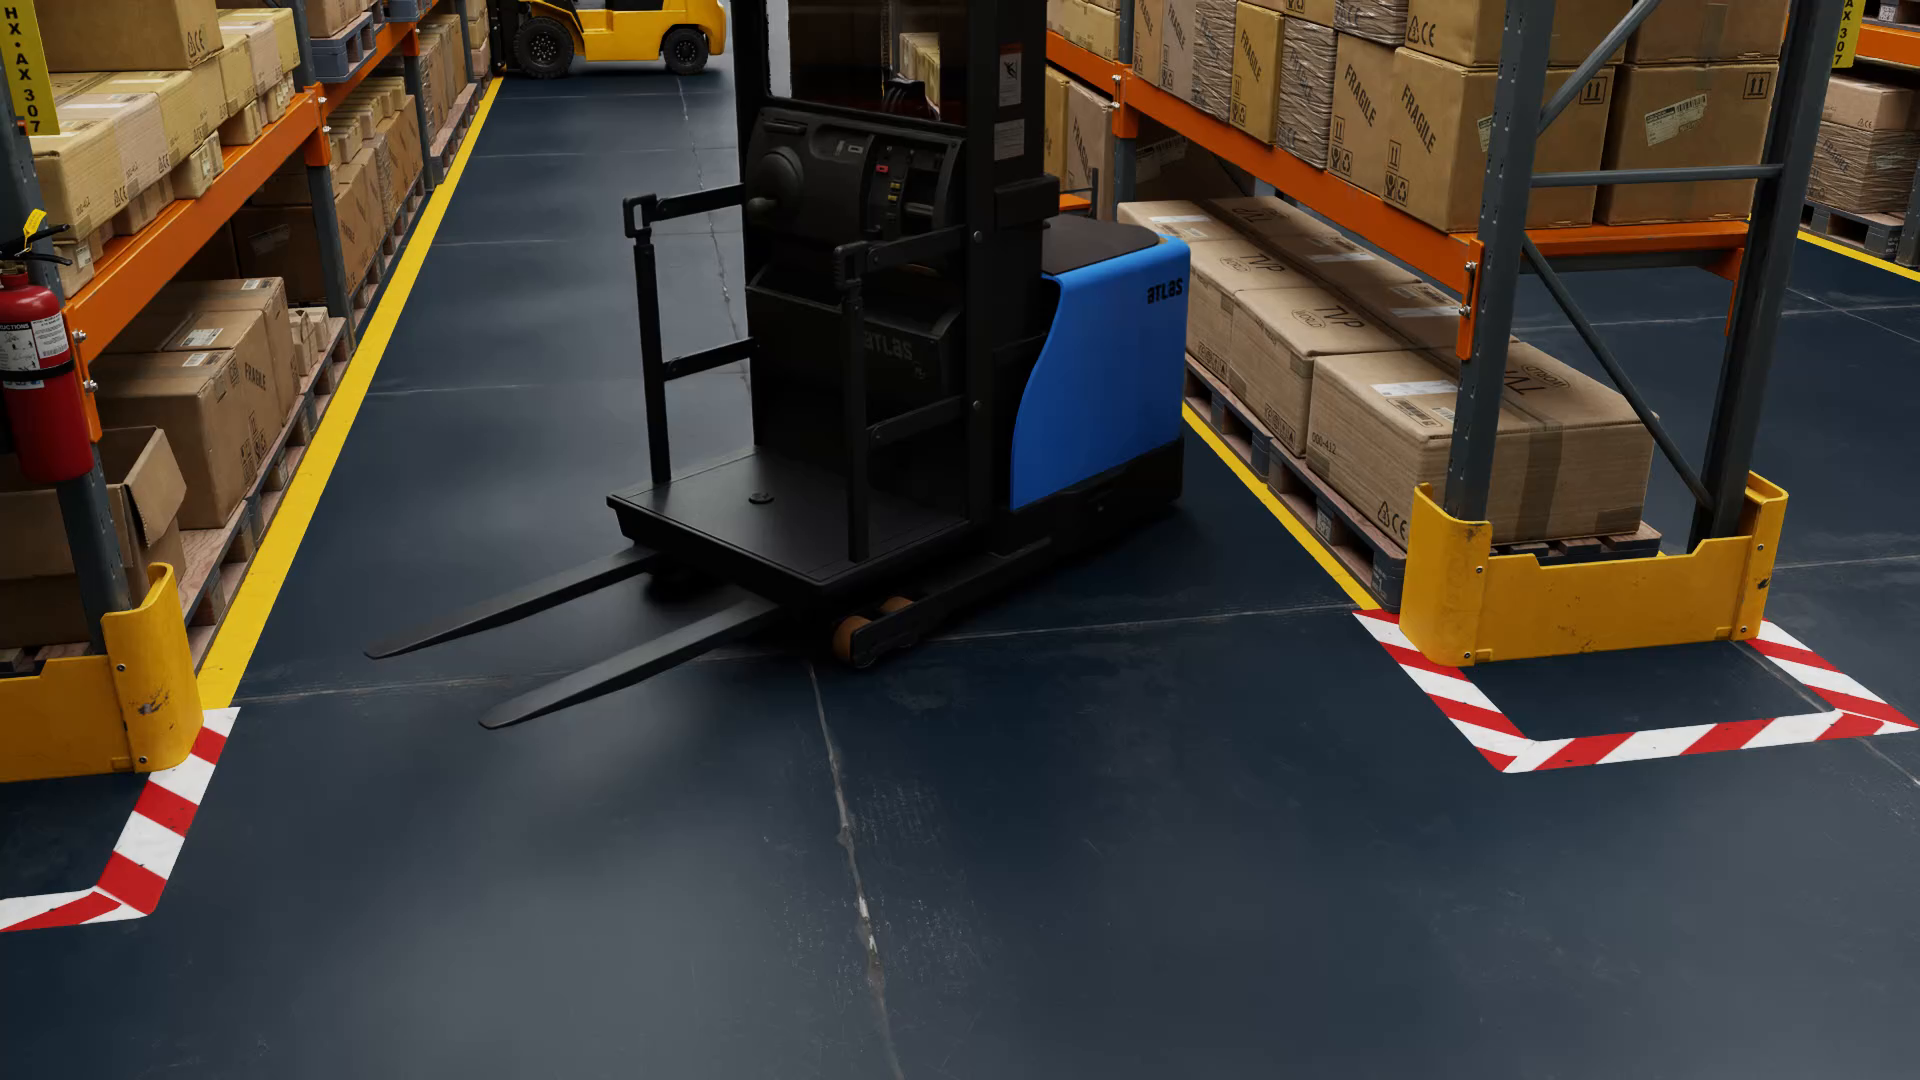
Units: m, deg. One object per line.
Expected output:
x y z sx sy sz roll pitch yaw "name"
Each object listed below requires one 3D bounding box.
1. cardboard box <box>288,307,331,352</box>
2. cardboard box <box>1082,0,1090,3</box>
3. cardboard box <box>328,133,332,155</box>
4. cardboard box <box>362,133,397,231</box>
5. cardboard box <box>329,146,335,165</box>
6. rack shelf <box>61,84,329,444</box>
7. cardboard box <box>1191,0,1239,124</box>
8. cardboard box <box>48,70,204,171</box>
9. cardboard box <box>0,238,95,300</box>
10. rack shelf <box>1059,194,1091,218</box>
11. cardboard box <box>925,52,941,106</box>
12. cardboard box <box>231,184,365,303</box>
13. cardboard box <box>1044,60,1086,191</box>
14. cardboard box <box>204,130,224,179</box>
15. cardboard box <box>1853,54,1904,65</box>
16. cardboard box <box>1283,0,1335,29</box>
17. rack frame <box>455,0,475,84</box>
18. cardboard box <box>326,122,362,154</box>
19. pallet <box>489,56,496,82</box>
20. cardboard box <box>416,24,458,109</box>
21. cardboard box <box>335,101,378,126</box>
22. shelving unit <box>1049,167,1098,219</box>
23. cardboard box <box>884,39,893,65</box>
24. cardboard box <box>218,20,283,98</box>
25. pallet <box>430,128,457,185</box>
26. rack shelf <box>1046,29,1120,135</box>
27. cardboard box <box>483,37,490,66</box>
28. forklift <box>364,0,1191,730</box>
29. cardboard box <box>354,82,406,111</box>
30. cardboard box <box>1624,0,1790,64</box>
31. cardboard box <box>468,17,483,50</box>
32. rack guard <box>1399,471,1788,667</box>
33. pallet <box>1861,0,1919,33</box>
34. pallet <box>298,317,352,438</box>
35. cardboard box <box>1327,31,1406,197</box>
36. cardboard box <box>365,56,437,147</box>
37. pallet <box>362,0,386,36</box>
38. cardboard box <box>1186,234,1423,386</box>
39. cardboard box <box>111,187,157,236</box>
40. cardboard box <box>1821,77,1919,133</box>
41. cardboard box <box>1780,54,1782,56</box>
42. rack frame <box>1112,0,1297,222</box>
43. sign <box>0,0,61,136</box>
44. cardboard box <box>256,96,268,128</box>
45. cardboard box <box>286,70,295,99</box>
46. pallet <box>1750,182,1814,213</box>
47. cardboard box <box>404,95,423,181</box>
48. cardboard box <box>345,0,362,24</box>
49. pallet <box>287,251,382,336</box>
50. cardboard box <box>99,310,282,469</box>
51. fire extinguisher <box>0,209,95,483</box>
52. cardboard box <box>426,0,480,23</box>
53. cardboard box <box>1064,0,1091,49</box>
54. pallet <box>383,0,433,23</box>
-3.164 -0.977 7.775 0.380 0.149 0.250 -5 24 -11 "cardboard box"
0.902 -3.169 9.320 0.500 0.250 0.500 -4 24 -8 "cardboard box"
-3.456 -2.028 8.562 0.380 0.149 0.250 -5 24 -12 "cardboard box"
-3.710 -2.152 10.027 0.500 0.500 0.500 -5 24 -12 "cardboard box"
-3.546 -1.996 8.861 0.380 0.149 0.250 -6 24 -12 "cardboard box"
-3.186 -1.172 6.084 1.077 0.370 4.000 -4 24 -10 "rack shelf"
1.326 -2.104 7.195 0.500 0.500 0.500 -4 24 -9 "cardboard box"
-2.825 -1.378 5.473 0.500 0.250 0.500 -5 24 -11 "cardboard box"
-2.607 -0.749 4.531 0.380 0.149 0.250 -4 24 -10 "cardboard box"
0.329 -1.367 6.900 0.258 0.148 0.480 -12 27 -26 "rack shelf"
0.208 -4.030 14.487 0.950 0.372 0.625 -4 24 -8 "cardboard box"
-3.424 -1.542 8.631 0.500 0.500 0.500 -3 24 -7 "cardboard box"
0.954 -2.468 10.284 0.875 0.875 0.875 -4 24 -8 "cardboard box"
-2.865 -1.362 5.934 0.380 0.149 0.250 -4 24 -9 "cardboard box"
6.100 -3.174 11.431 0.500 0.250 0.500 -3 24 -8 "cardboard box"
1.525 -2.158 6.068 0.500 0.500 0.500 -4 24 -10 "cardboard box"
-5.035 -5.435 14.946 1.000 3.000 0.127 -4 24 -10 "rack frame"
-3.663 -2.302 9.561 0.380 0.149 0.250 -3 24 -8 "cardboard box"
-5.370 -4.954 17.328 1.003 0.211 1.213 -4 24 -10 "pallet"
-4.791 -4.029 14.169 0.875 0.625 0.625 -5 24 -10 "cardboard box"
-3.818 -2.613 10.273 0.380 0.149 0.250 -5 24 -11 "cardboard box"
0.329 -1.007 7.057 0.258 1.200 0.503 -12 27 -26 "shelving unit"
-0.531 -4.949 16.743 0.500 0.250 0.500 -3 24 -7 "cardboard box"
-3.114 -1.977 6.845 0.500 0.250 0.500 -4 24 -10 "cardboard box"
-4.409 -2.910 12.649 1.003 0.211 1.213 -4 24 -10 "pallet"
0.952 -3.114 10.531 1.077 0.370 4.000 -4 24 -10 "rack shelf"
-4.908 -4.780 16.359 0.500 0.250 0.500 -5 24 -11 "cardboard box"
-0.501 -1.163 5.250 1.130 2.935 3.031 20 31 38 "forklift"
-3.874 -2.925 10.987 0.380 0.149 0.250 -6 24 -12 "cardboard box"
2.253 -1.797 5.243 0.500 0.500 0.500 -5 24 -11 "cardboard box"
-4.821 -4.809 15.800 0.500 0.250 0.500 -4 24 -10 "cardboard box"
2.066 0.072 5.462 1.175 0.500 0.348 -4 24 -10 "rack guard"
6.169 -3.286 10.267 1.003 0.211 1.213 -4 24 -10 "pallet"
-3.430 -0.740 7.680 1.003 0.211 1.213 -4 24 -10 "pallet"
1.634 -1.498 5.807 0.500 0.500 0.500 -5 24 -11 "cardboard box"
-4.397 -3.212 12.299 0.875 0.625 0.625 -4 24 -8 "cardboard box"
-3.931 -3.009 9.631 1.003 0.211 1.213 -4 24 -10 "pallet"
1.499 -1.068 7.624 0.875 0.438 0.875 -5 24 -11 "cardboard box"
-2.769 -1.050 5.221 0.380 0.149 0.250 -4 24 -8 "cardboard box"
5.782 -2.728 10.409 0.500 0.250 0.500 -5 24 -11 "cardboard box"
5.490 -3.343 11.817 0.500 0.250 0.500 -4 24 -9 "cardboard box"
1.322 -2.657 8.585 1.000 3.000 0.127 -4 24 -10 "rack frame"
-2.283 -1.152 4.057 0.100 0.325 0.005 -4 24 -10 "sign"
-3.085 -1.760 6.845 0.380 0.149 0.250 -4 24 -8 "cardboard box"
-3.248 -2.066 7.547 0.380 0.149 0.250 -4 24 -9 "cardboard box"
5.793 -2.572 11.875 1.003 0.211 1.213 -4 24 -10 "pallet"
-4.006 -2.758 11.415 0.500 0.500 0.500 -4 24 -8 "cardboard box"
-3.521 -2.937 8.577 0.700 0.500 0.500 -4 24 -9 "cardboard box"
-3.743 -1.327 9.025 1.003 0.211 1.213 -4 24 -10 "pallet"
-2.955 -0.564 6.391 0.500 0.500 0.500 -4 24 -9 "cardboard box"
-2.335 -0.485 4.174 0.296 0.674 0.183 -4 24 -10 "fire extinguisher"
-4.816 -5.039 15.701 0.500 0.250 0.500 -5 24 -11 "cardboard box"
0.898 -2.946 9.436 0.500 0.250 0.500 -5 24 -10 "cardboard box"
-4.101 -3.512 10.783 1.213 0.211 1.003 -4 24 -10 "pallet"
